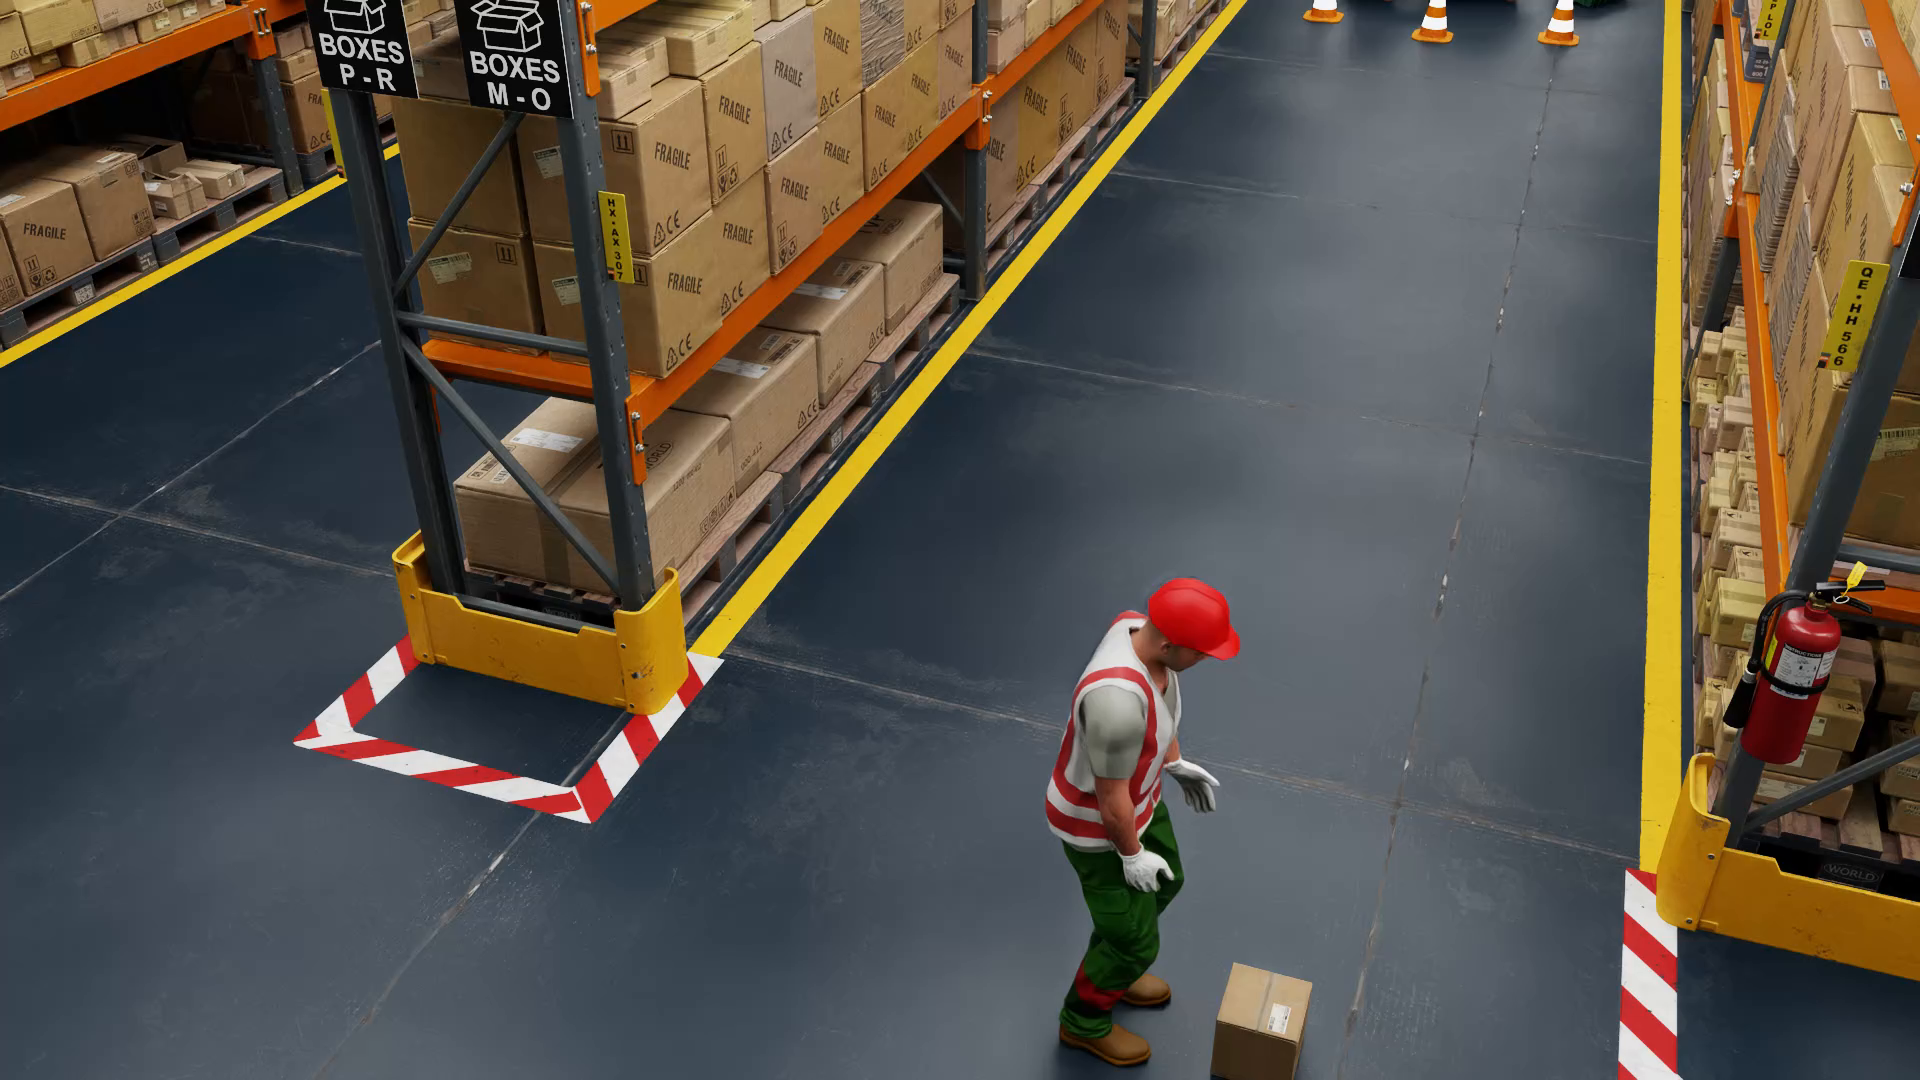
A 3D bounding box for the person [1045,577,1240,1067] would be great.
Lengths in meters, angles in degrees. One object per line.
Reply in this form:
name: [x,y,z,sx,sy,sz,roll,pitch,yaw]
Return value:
person: [0.523,0.812,4.938,0.496,1.712,0.551,12,35,18]
